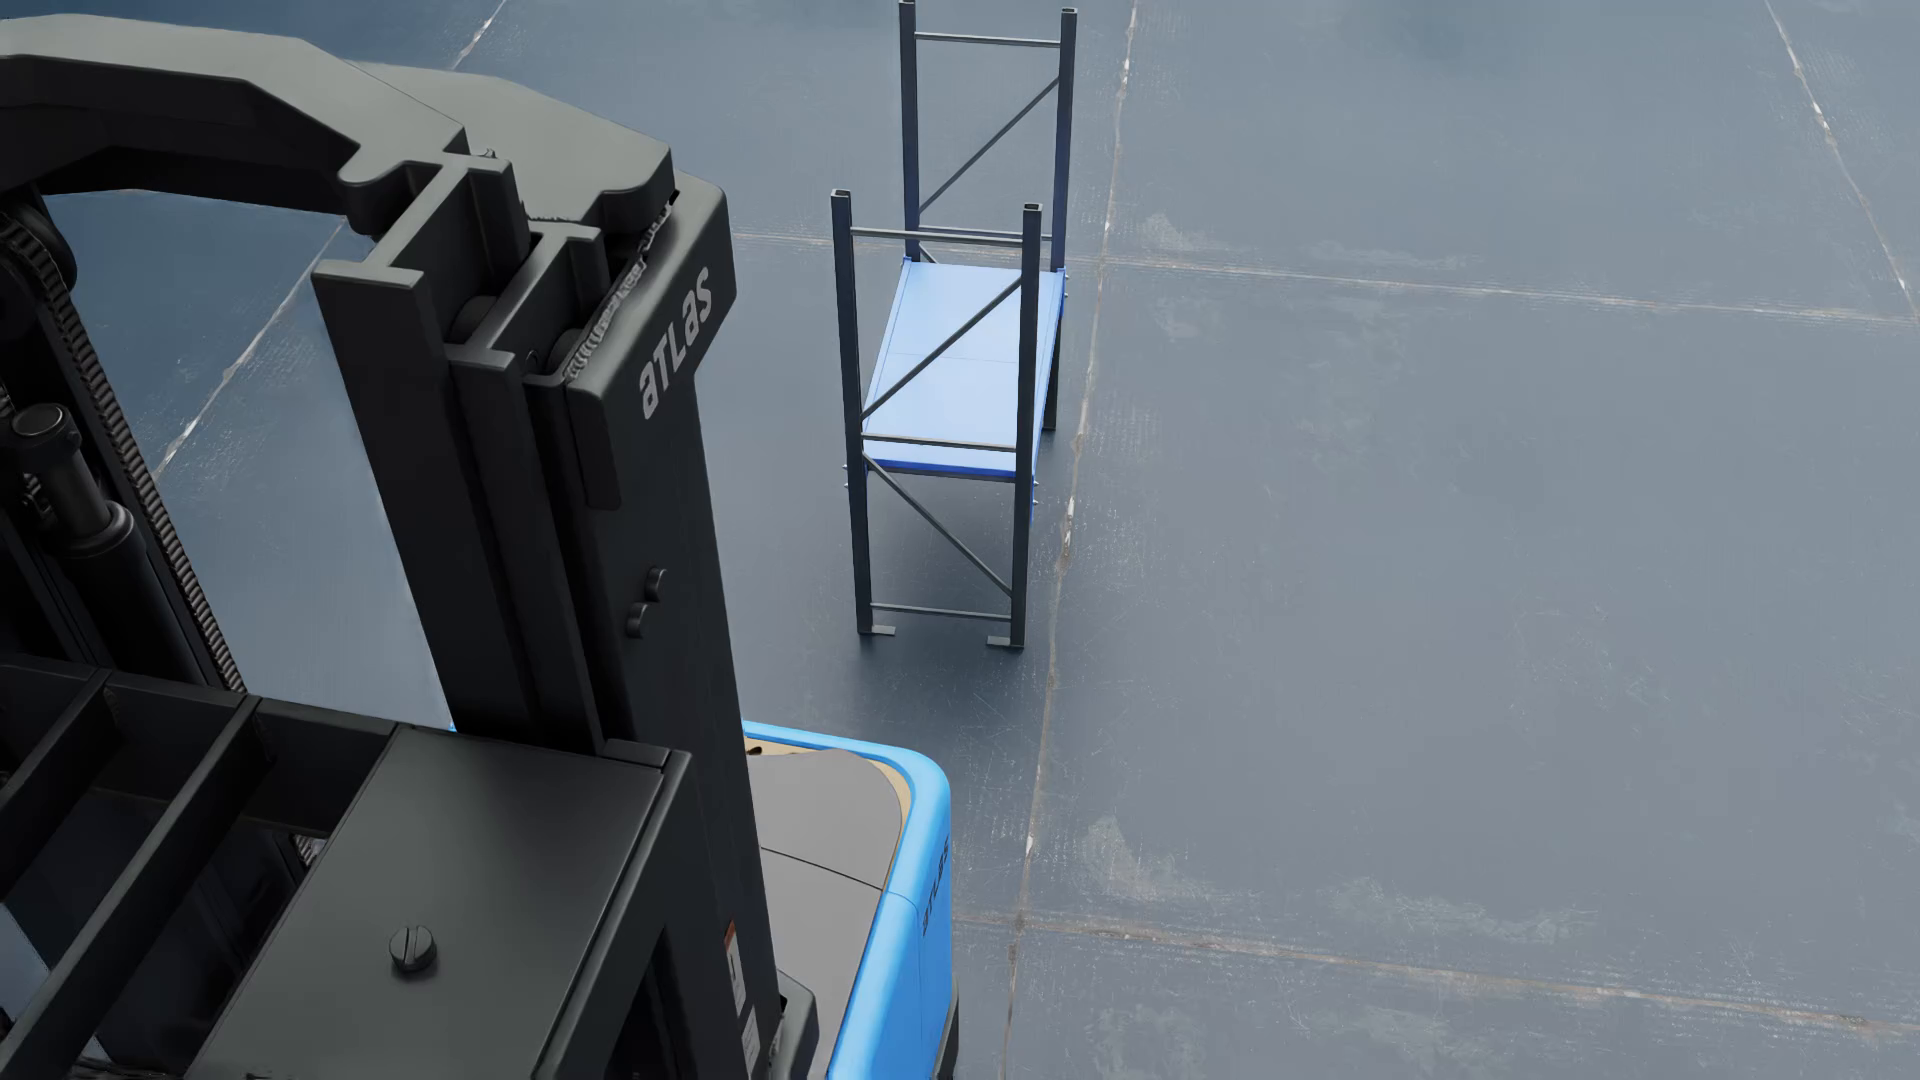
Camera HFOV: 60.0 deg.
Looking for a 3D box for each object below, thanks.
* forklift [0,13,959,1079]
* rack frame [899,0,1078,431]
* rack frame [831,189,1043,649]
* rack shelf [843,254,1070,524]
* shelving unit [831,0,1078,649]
[{"bbox_3d":[-0.825,1.053,2.006,1.130,2.935,3.031,9,44,9],"label":"forklift"},{"bbox_3d":[0.078,-0.949,5.162,0.500,1.500,0.032,5,44,6],"label":"rack frame"},{"bbox_3d":[-0.056,-0.256,4.430,0.500,1.500,0.032,5,44,6],"label":"rack frame"},{"bbox_3d":[0.011,-0.472,4.919,0.538,0.185,1.000,5,44,6],"label":"rack shelf"},{"bbox_3d":[0.011,-0.603,4.796,0.538,1.500,1.048,5,44,6],"label":"shelving unit"}]
